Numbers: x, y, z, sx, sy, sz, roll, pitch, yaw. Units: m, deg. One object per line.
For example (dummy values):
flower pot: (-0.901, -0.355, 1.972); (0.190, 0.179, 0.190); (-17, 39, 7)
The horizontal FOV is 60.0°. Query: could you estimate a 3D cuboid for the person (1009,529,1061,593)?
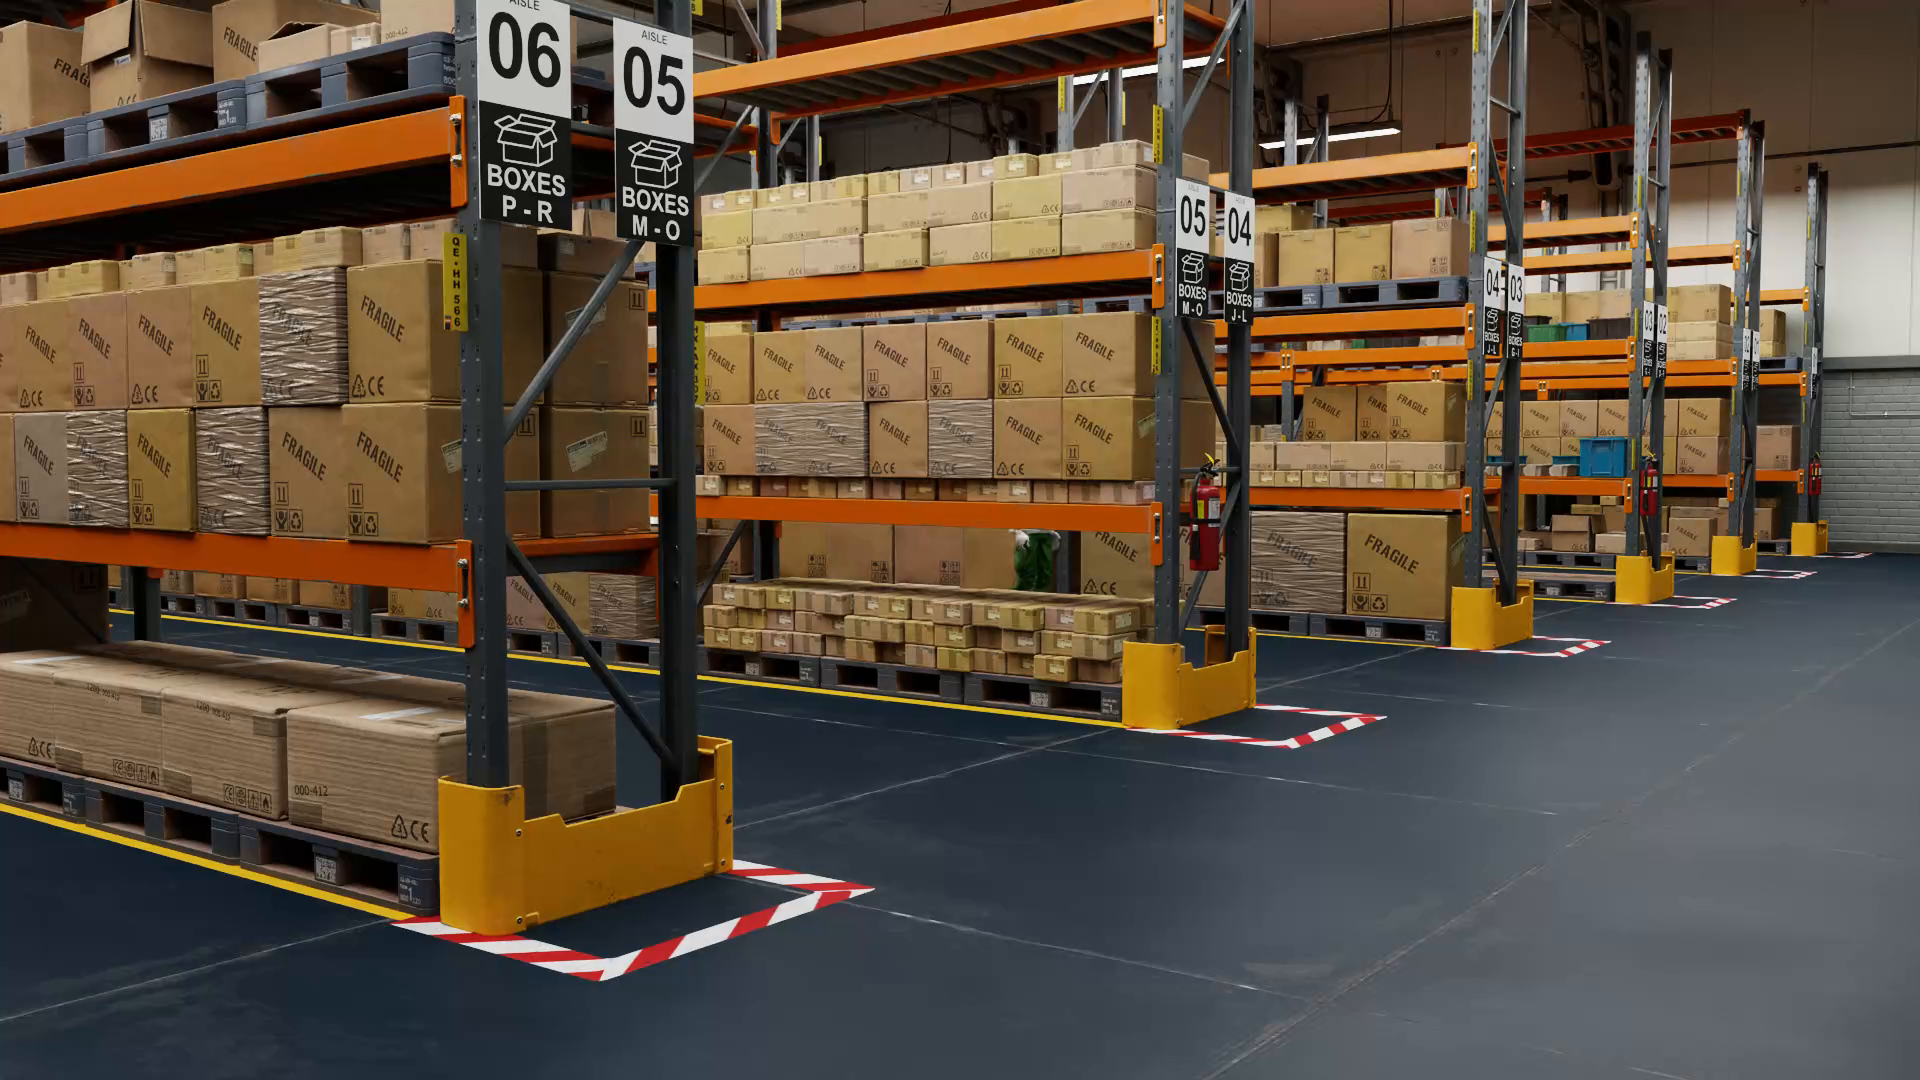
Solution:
person: (0.634, -0.038, 14.455); (0.364, 1.777, 0.529); (2, 4, 37)
